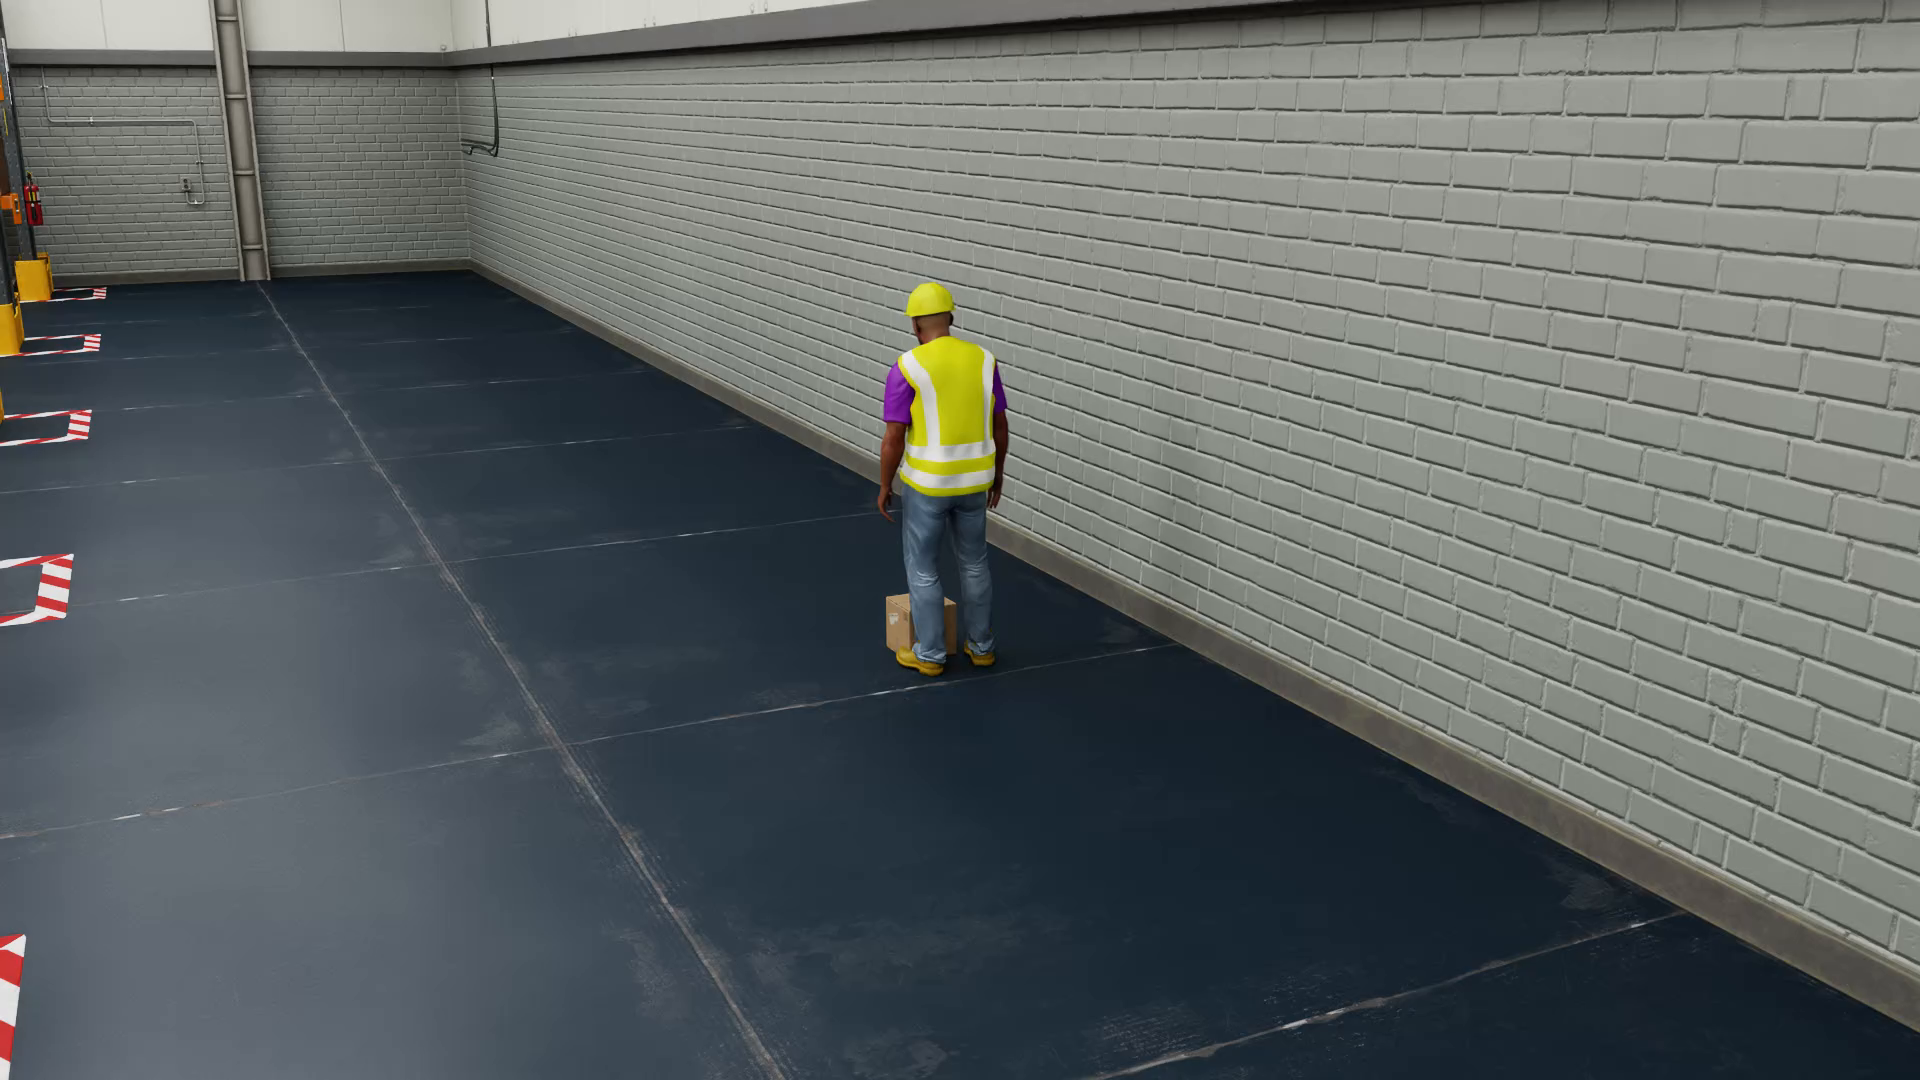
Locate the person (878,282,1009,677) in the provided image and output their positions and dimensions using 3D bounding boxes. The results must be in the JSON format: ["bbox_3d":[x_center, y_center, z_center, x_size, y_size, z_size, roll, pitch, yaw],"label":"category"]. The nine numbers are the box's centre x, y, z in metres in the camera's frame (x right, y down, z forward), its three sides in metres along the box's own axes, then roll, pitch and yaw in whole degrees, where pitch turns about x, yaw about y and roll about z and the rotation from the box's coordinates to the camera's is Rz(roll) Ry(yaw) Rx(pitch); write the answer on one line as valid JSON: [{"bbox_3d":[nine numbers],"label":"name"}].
[{"bbox_3d":[-0.079,-0.273,7.494,0.635,1.760,0.463,-8,17,-26],"label":"person"}]
